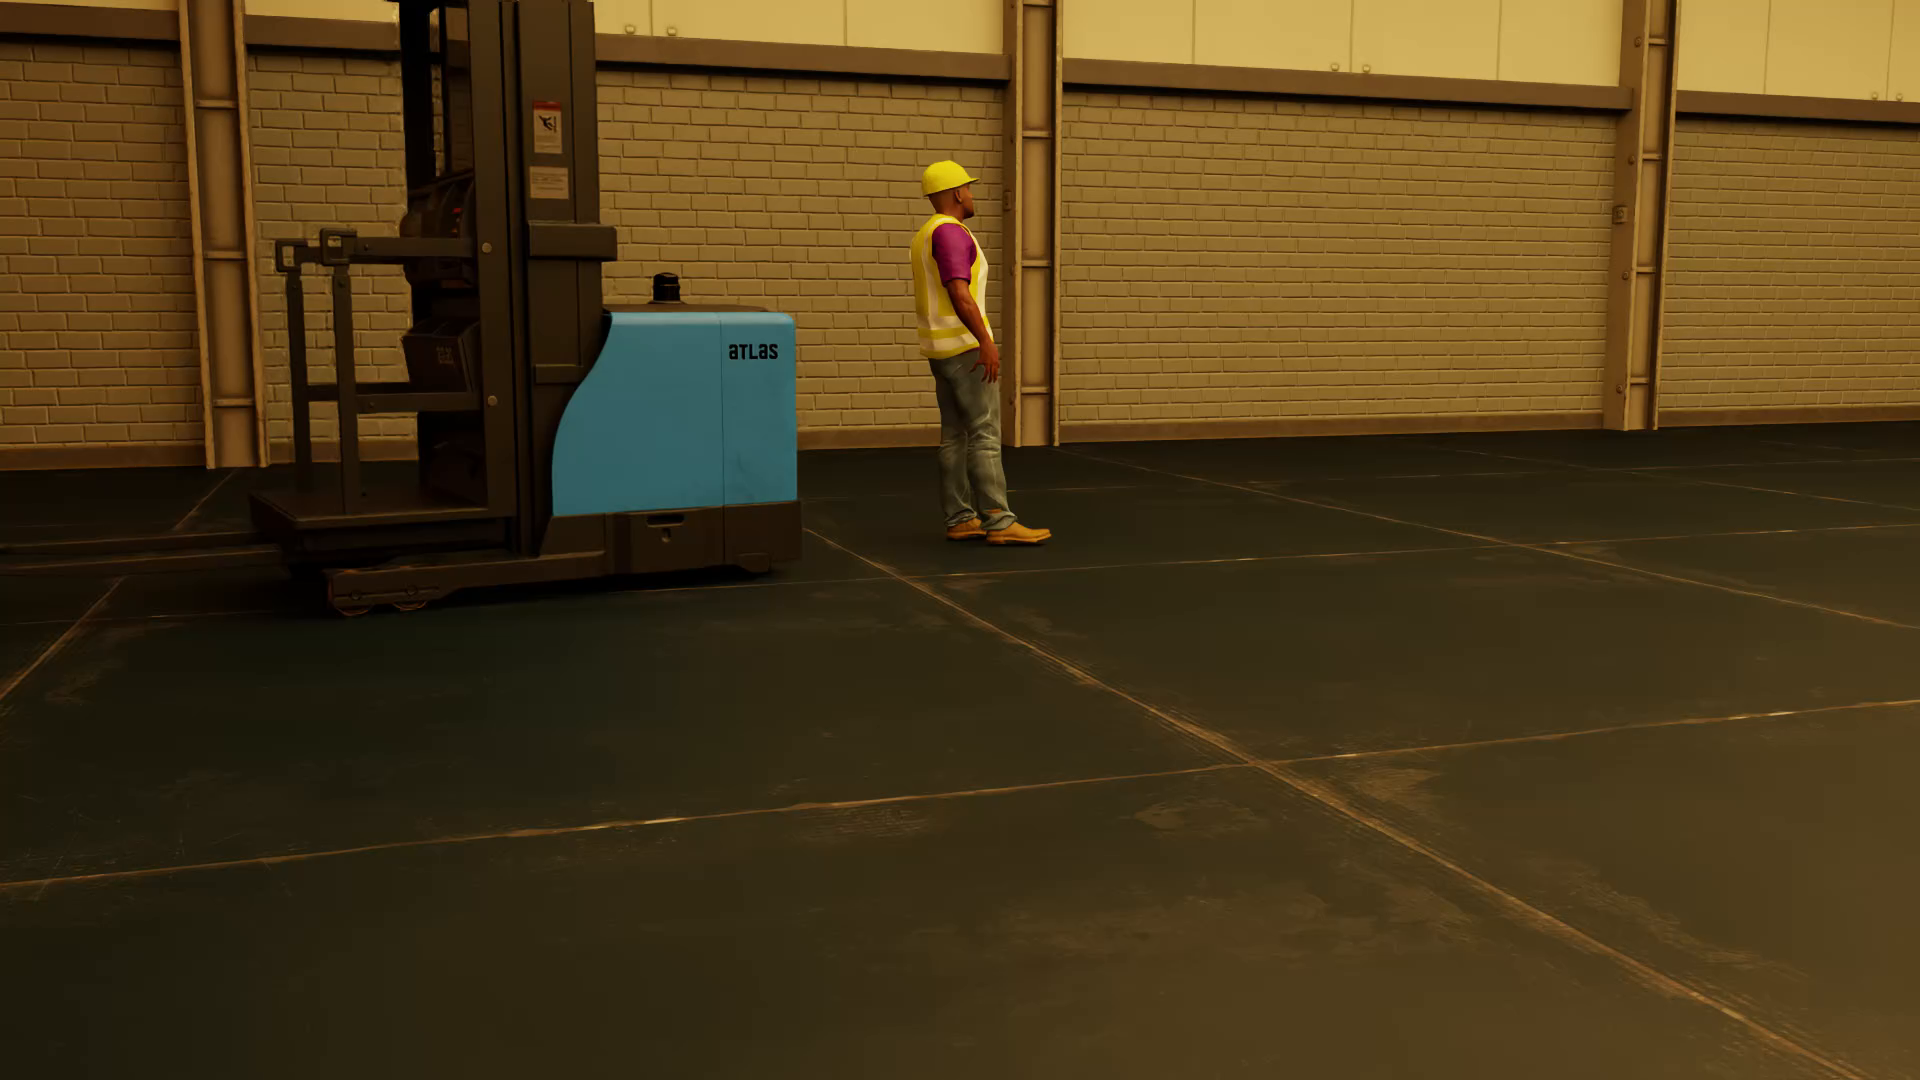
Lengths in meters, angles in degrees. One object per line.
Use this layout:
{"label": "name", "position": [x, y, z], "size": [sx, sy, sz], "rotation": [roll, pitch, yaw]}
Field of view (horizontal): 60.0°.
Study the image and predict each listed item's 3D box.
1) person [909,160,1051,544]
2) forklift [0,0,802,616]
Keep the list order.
{"label": "person", "position": [0.067, -0.885, 7.820], "size": [0.577, 1.765, 0.666], "rotation": [-3, 8, -18]}
{"label": "forklift", "position": [-2.185, -1.262, 6.326], "size": [3.031, 2.935, 1.130], "rotation": [-5, 9, -30]}
